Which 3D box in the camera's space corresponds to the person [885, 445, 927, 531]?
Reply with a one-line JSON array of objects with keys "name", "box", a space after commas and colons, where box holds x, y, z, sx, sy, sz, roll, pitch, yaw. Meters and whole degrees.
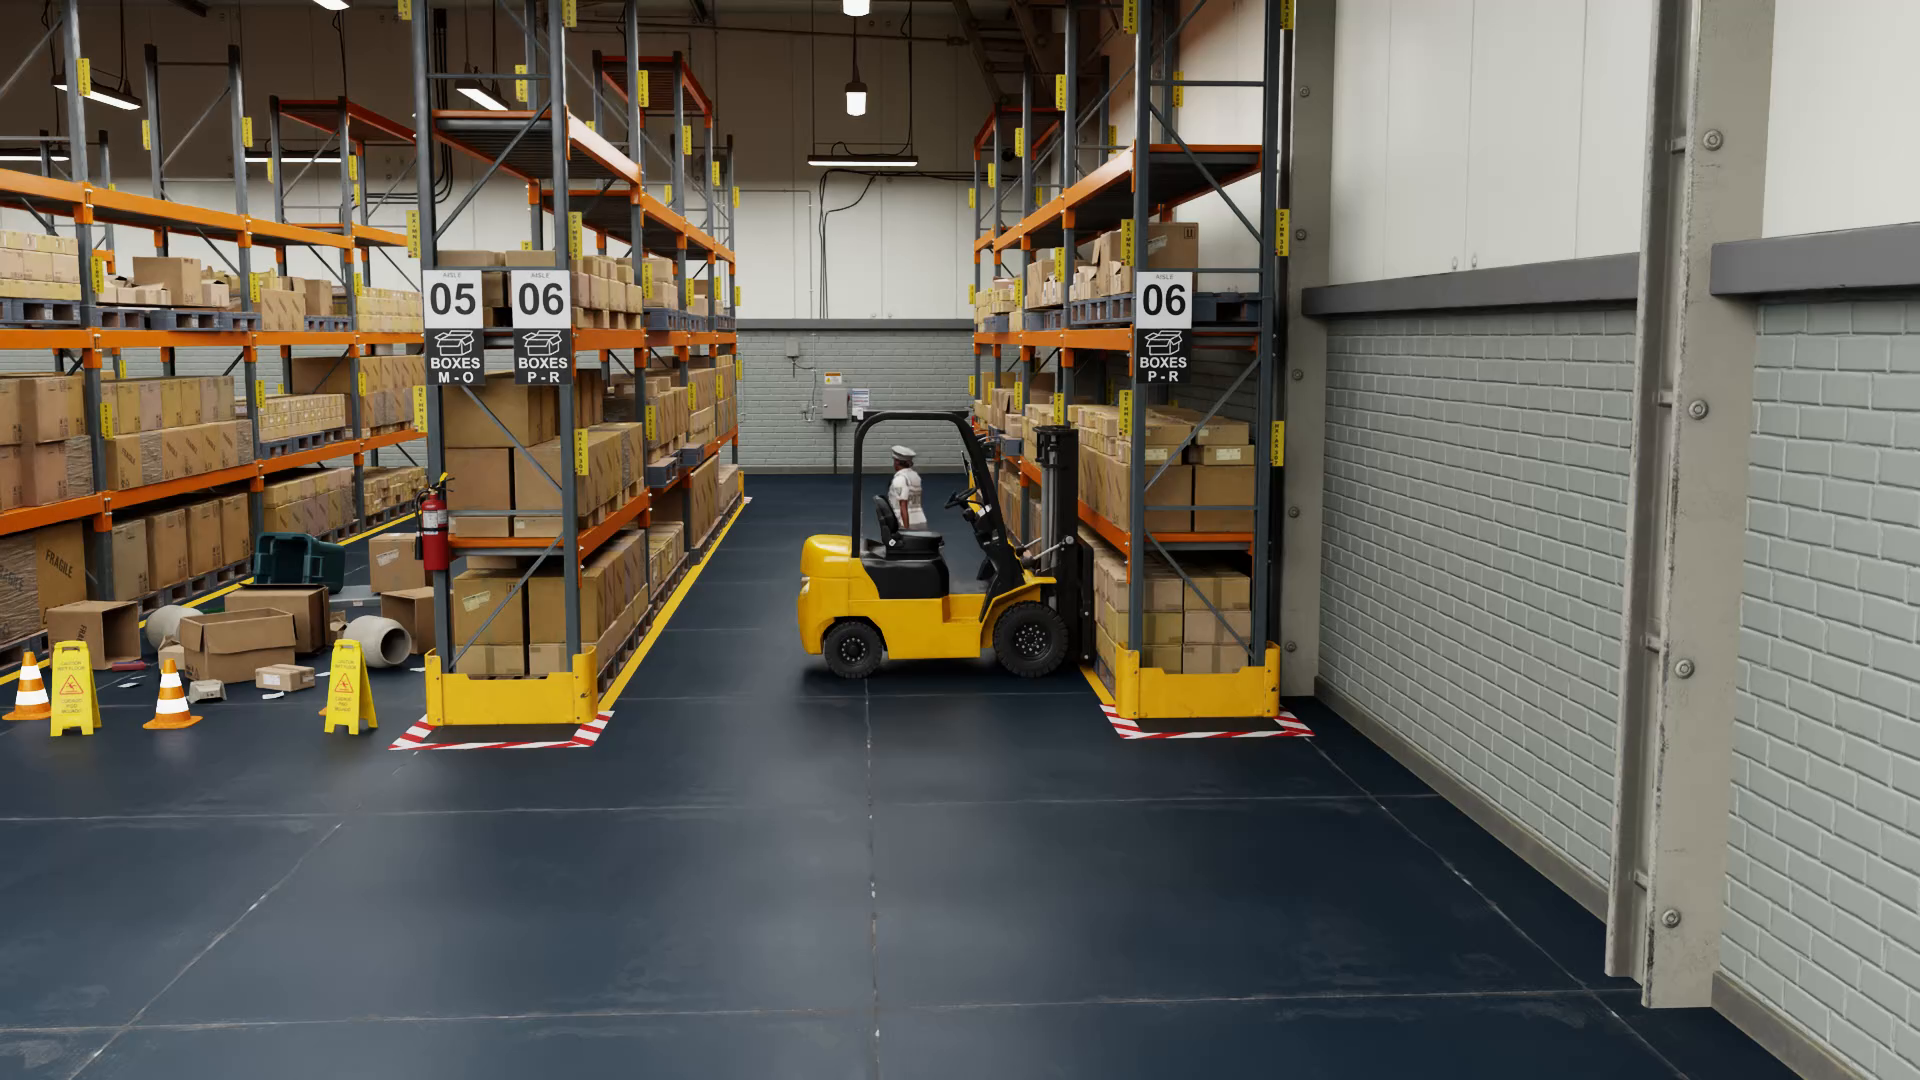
[{"name": "person", "box": [-0.561, -0.132, 16.680, 0.965, 1.626, 0.476, 5, 9, 36]}]
